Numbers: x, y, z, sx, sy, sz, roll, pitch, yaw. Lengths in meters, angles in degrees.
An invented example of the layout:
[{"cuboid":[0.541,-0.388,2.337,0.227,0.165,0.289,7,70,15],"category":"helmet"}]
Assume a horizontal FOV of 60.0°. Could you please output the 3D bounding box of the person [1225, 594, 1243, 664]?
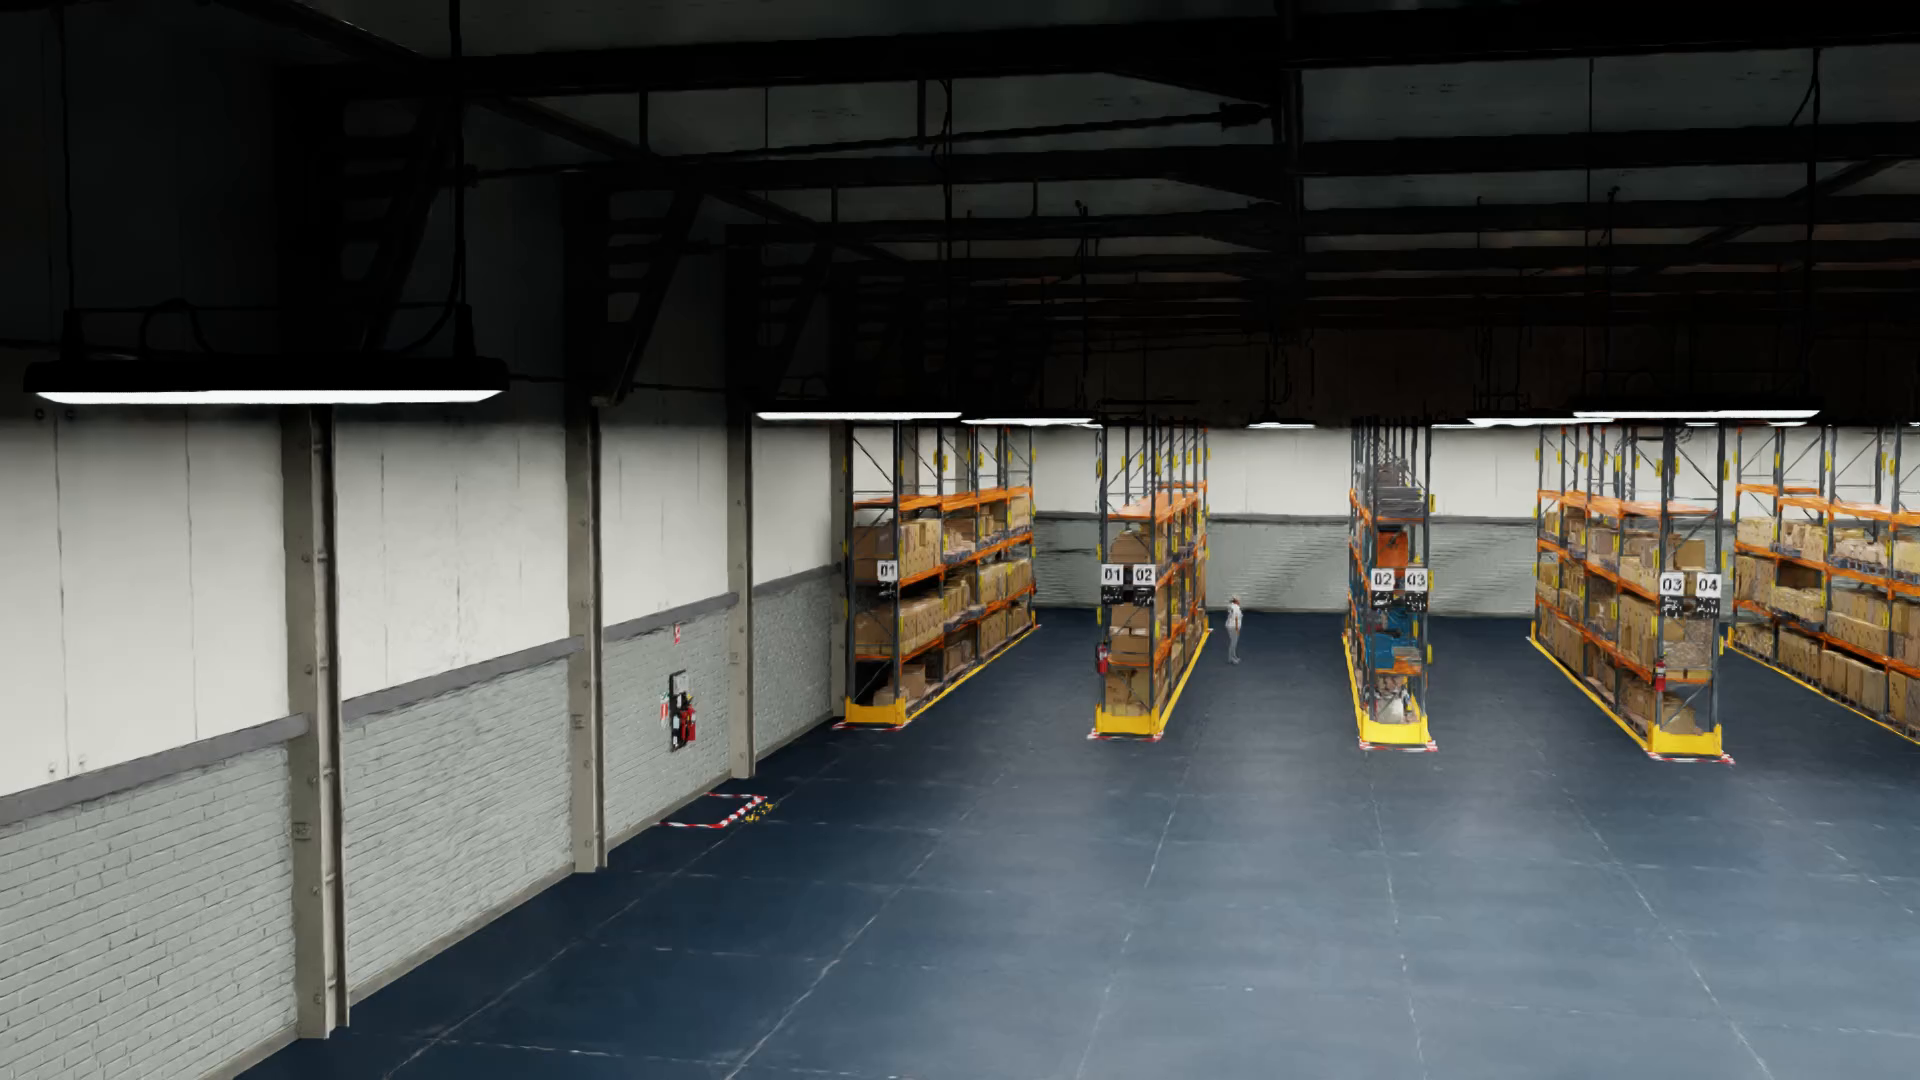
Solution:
[{"cuboid":[6.744,2.166,40.755,0.463,1.673,0.558,-1,4,-9],"category":"person"}]
